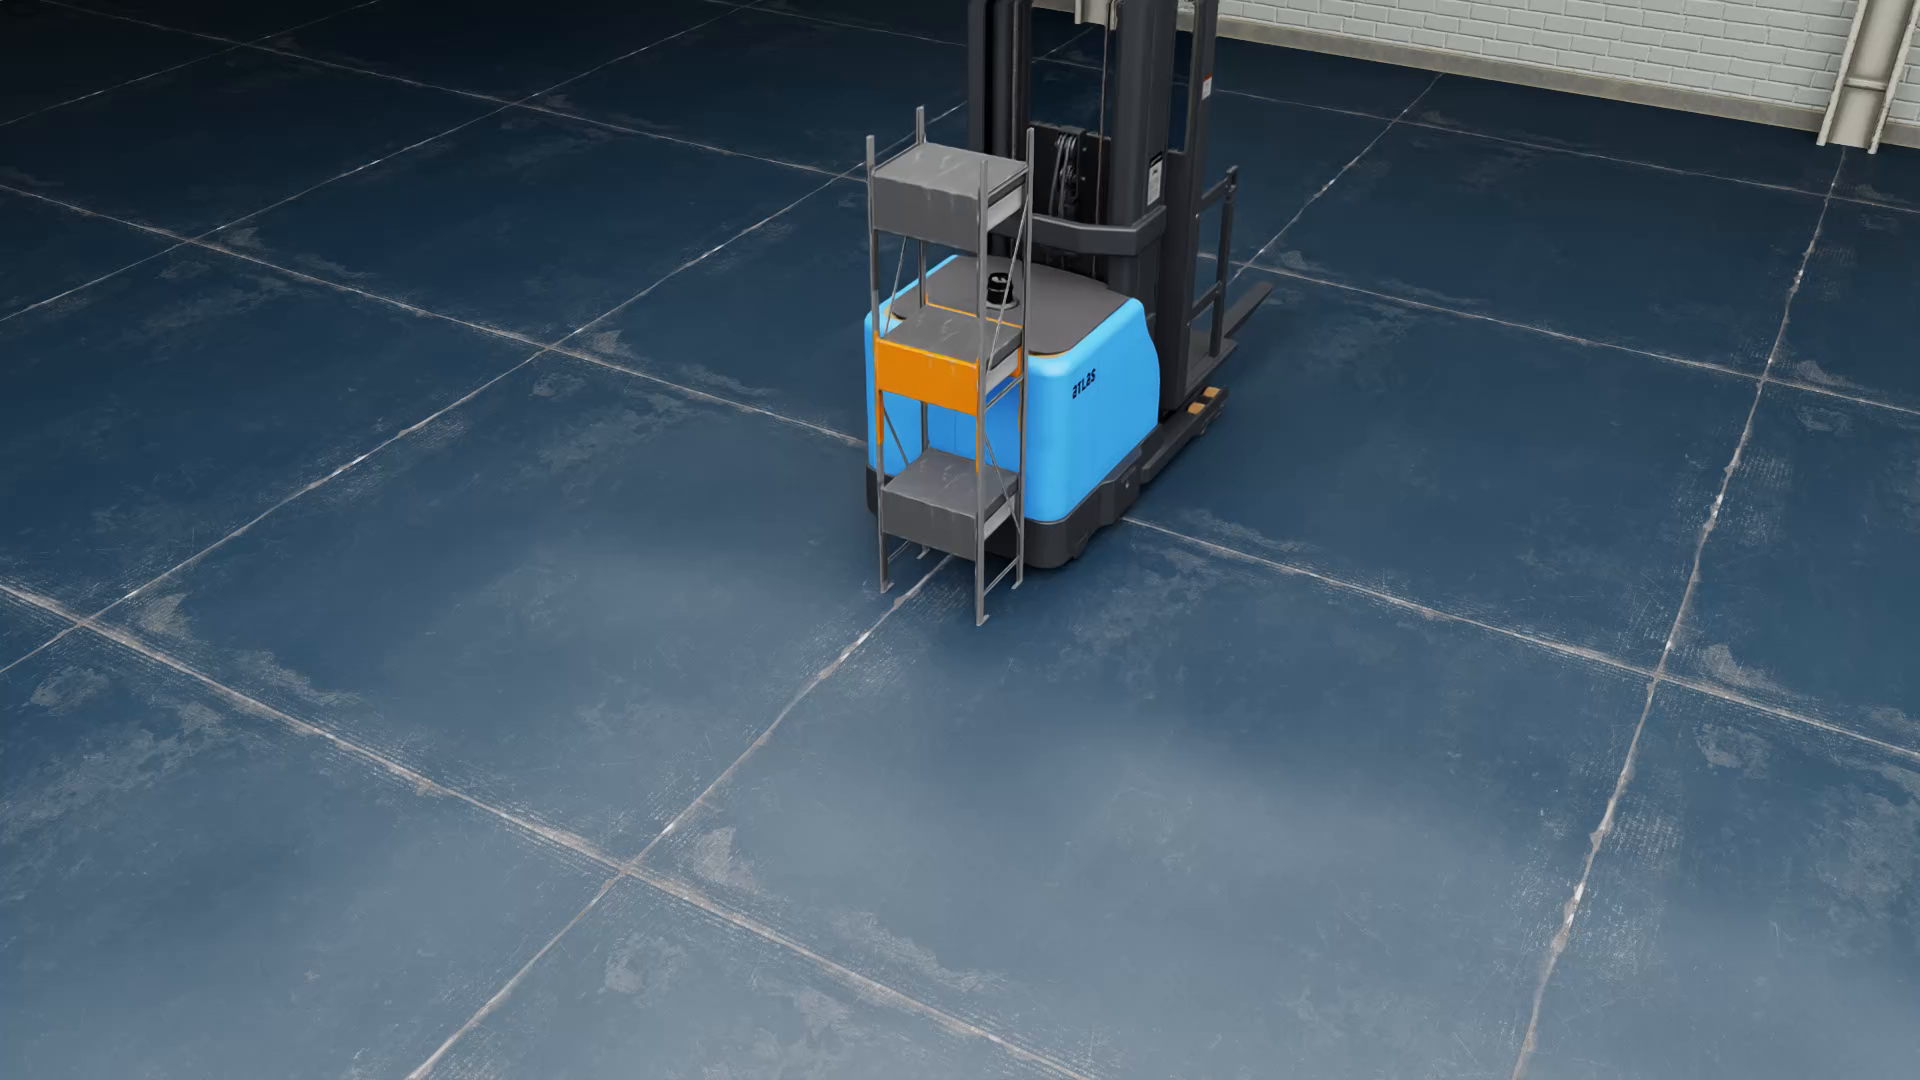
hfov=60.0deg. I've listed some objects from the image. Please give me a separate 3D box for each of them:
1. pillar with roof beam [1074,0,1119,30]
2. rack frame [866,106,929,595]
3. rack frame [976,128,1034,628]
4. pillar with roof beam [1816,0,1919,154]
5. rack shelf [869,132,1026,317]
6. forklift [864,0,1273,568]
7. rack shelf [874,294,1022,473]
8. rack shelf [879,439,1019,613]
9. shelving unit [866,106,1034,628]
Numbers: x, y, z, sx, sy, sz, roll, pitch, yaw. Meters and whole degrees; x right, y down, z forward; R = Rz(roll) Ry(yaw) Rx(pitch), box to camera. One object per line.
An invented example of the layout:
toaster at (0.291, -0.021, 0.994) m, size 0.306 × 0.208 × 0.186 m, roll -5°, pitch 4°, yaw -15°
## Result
pillar with roof beam at (-0.889, -6.214, 8.962) m, size 0.400 × 9.000 × 9.100 m, roll 18°, pitch 37°, yaw 24°
rack frame at (-0.247, -0.728, 6.949) m, size 0.015 × 2.100 × 0.400 m, roll 18°, pitch 37°, yaw 24°
rack frame at (0.177, -0.594, 6.747) m, size 0.015 × 2.100 × 0.400 m, roll 18°, pitch 37°, yaw 24°
pillar with roof beam at (4.320, -4.563, 6.484) m, size 0.400 × 9.000 × 9.100 m, roll 18°, pitch 37°, yaw 24°
rack shelf at (-0.035, -1.232, 6.467) m, size 0.480 × 0.518 × 0.431 m, roll 18°, pitch 37°, yaw 24°
forklift at (0.744, -1.881, 7.930) m, size 1.130 × 2.935 × 3.031 m, roll 18°, pitch 38°, yaw 25°
rack shelf at (-0.035, -0.649, 6.855) m, size 0.480 × 0.518 × 0.431 m, roll 18°, pitch 37°, yaw 24°
rack shelf at (-0.035, -0.067, 7.243) m, size 0.480 × 0.518 × 0.431 m, roll 18°, pitch 37°, yaw 24°
shelving unit at (-0.035, -0.661, 6.848) m, size 0.503 × 2.100 × 0.431 m, roll 18°, pitch 37°, yaw 24°
